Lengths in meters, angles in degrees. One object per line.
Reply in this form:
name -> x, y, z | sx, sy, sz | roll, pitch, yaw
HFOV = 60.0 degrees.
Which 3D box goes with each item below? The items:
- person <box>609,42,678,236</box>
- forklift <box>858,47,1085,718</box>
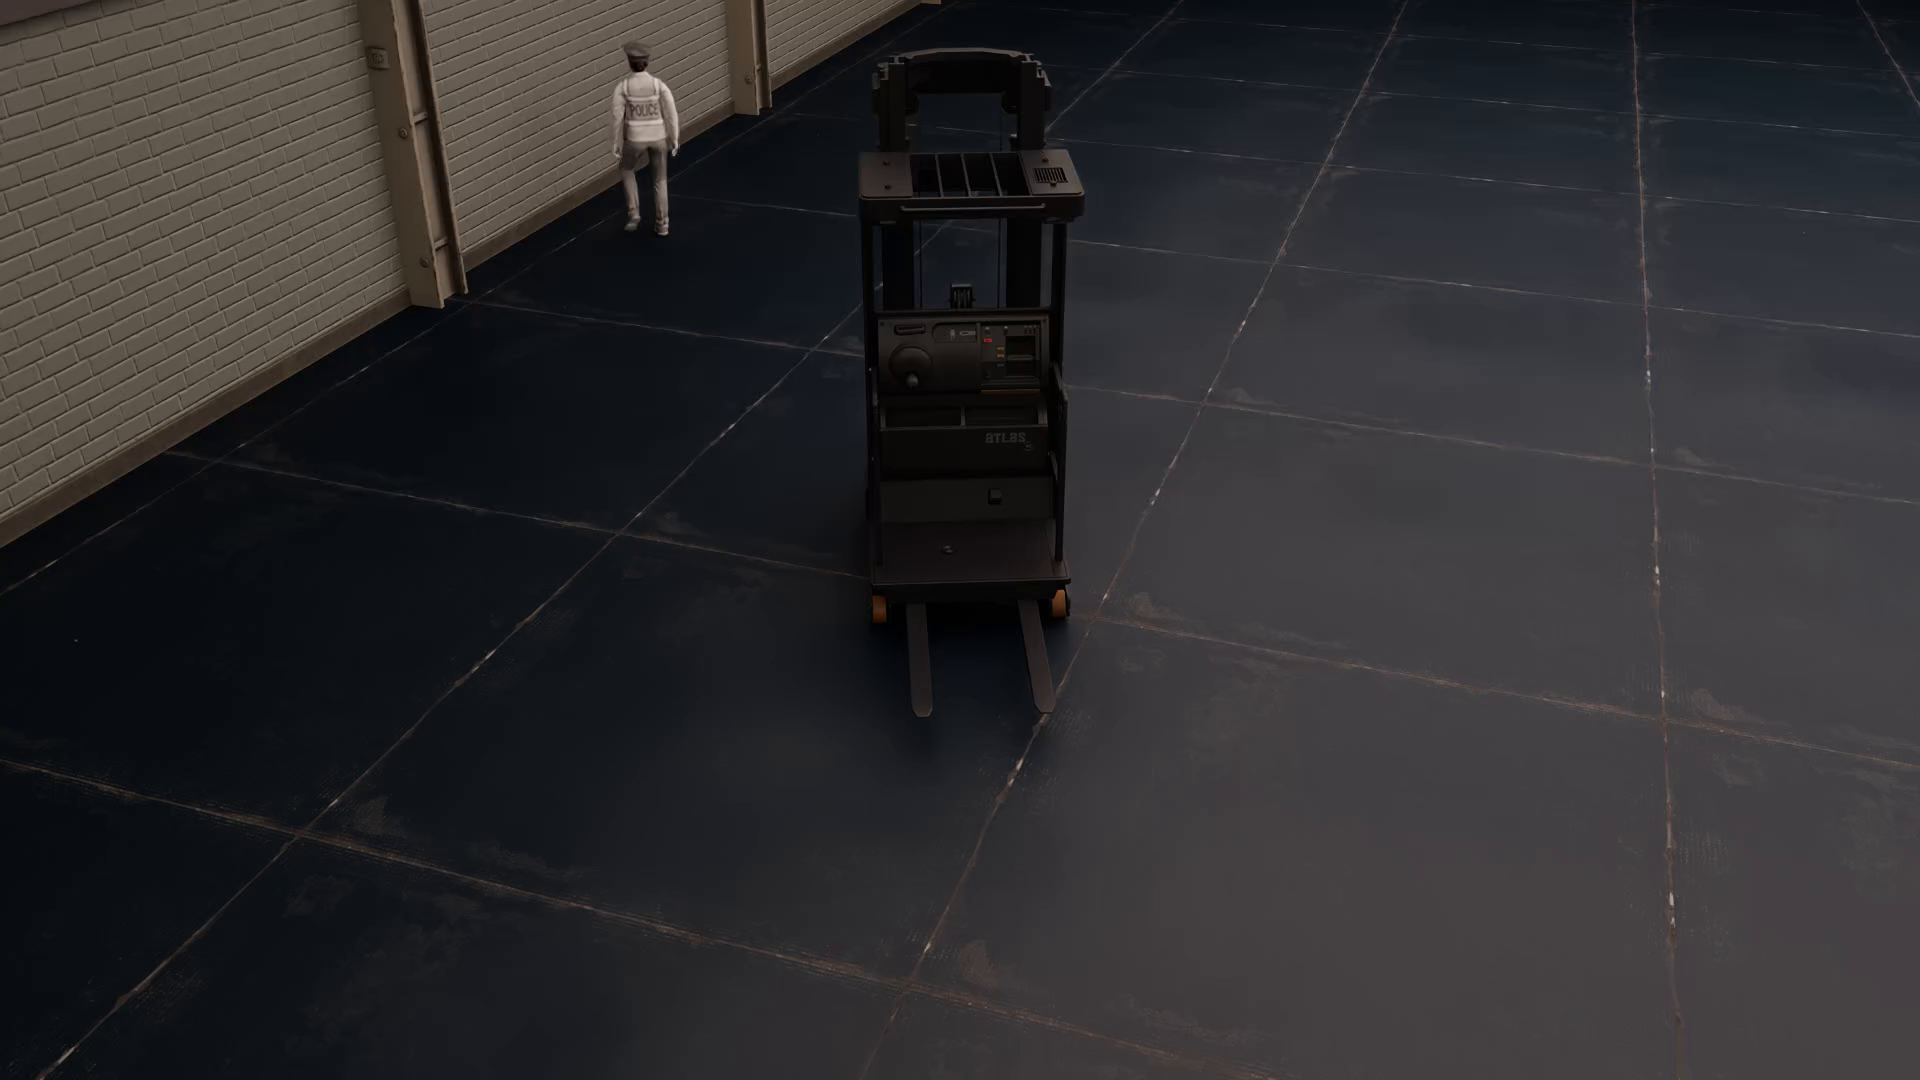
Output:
person -> -2.775, -3.506, 14.604 | 0.599, 1.675, 0.452 | -8, 31, -13
forklift -> 0.035, -0.972, 8.842 | 1.130, 2.935, 3.031 | -2, 30, -3
